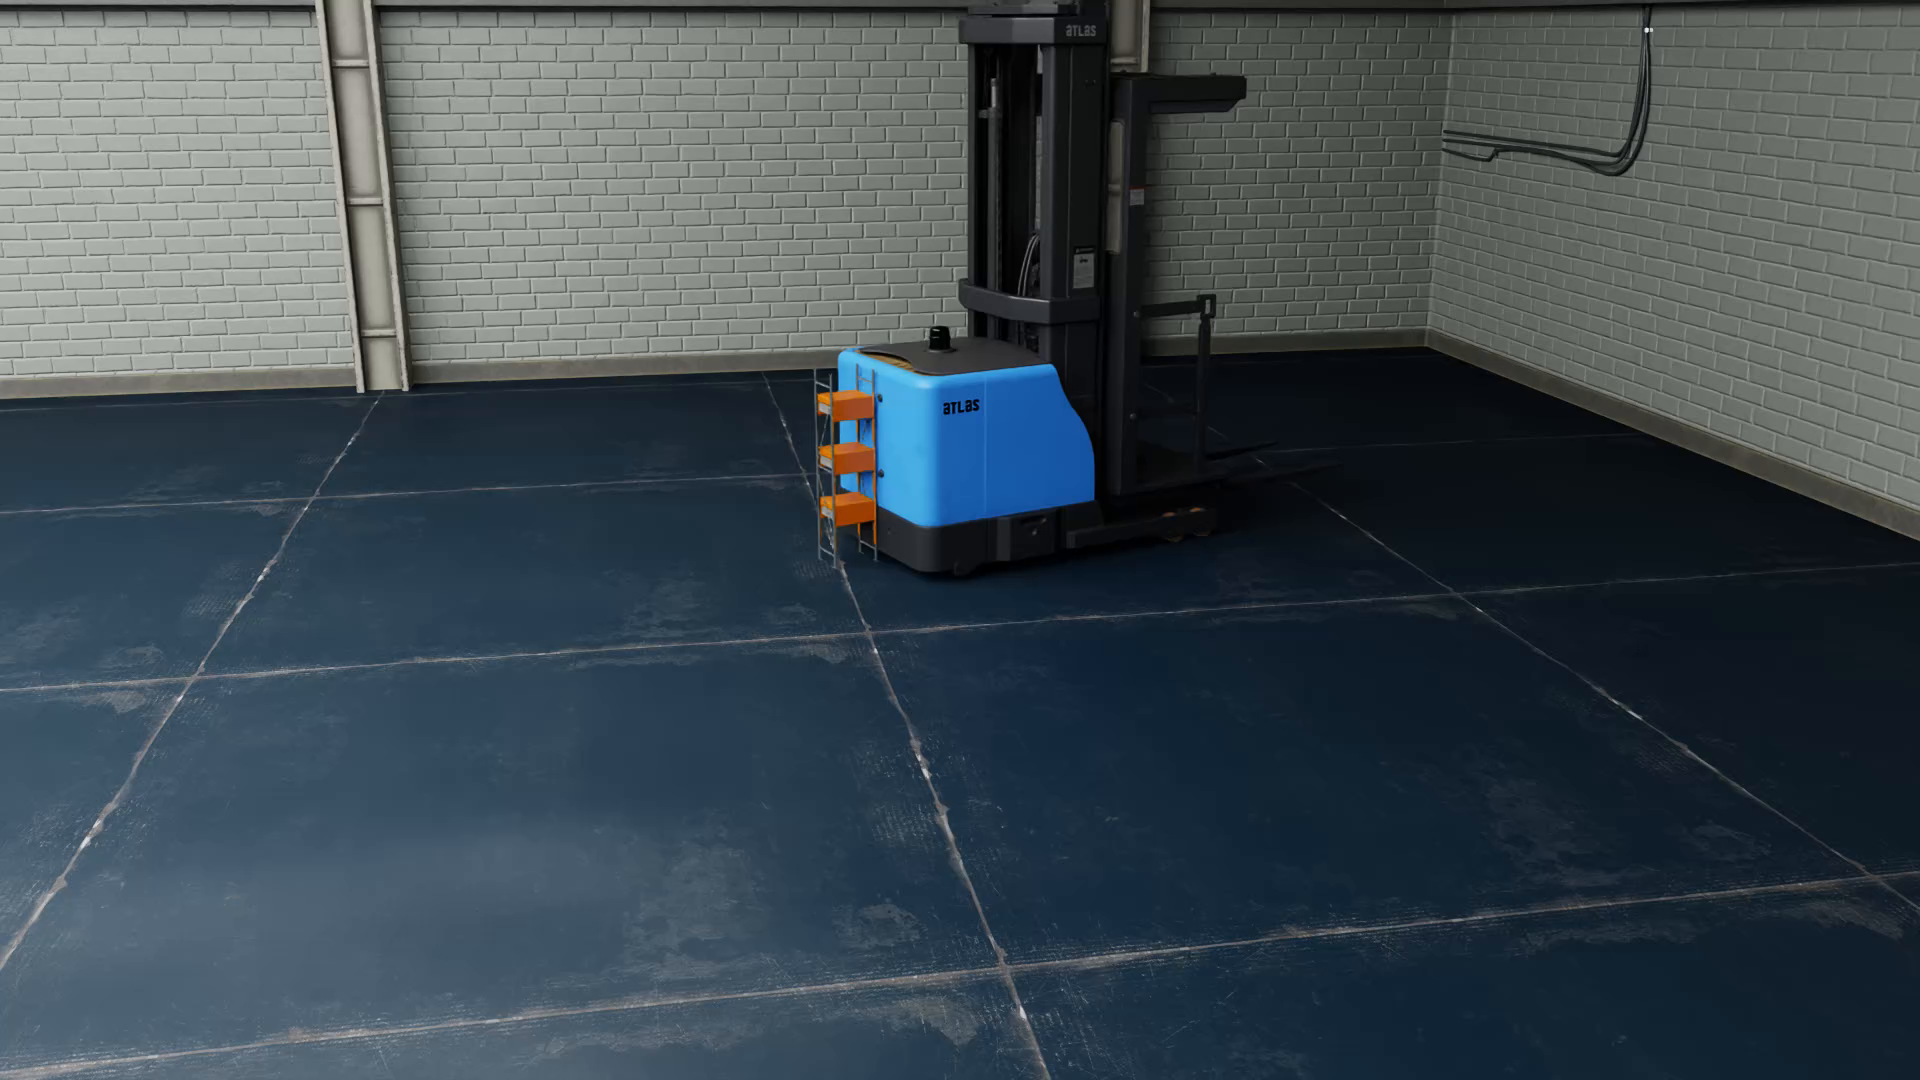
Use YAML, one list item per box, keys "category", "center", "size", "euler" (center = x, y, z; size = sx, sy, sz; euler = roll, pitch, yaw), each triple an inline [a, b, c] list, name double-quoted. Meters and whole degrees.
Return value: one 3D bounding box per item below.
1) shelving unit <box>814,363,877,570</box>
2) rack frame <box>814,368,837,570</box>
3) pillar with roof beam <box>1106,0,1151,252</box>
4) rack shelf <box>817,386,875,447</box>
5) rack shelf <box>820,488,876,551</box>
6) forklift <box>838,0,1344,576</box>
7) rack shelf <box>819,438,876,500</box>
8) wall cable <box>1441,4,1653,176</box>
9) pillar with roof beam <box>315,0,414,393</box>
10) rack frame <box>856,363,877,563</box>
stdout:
- category: "shelving unit"
  center: [-0.602, -0.388, 8.785]
  size: [0.252, 1.050, 0.215]
  euler: [-10, 20, -29]
- category: "rack frame"
  center: [-0.707, -0.369, 8.726]
  size: [0.008, 1.050, 0.200]
  euler: [-10, 20, -29]
- category: "pillar with roof beam"
  center: [2.128, -4.610, 8.994]
  size: [0.400, 9.000, 9.100]
  euler: [-3, 17, -10]
- category: "rack shelf"
  center: [-0.602, -0.649, 8.705]
  size: [0.240, 0.259, 0.215]
  euler: [-10, 20, -29]
- category: "rack shelf"
  center: [-0.602, -0.112, 8.870]
  size: [0.240, 0.259, 0.215]
  euler: [-10, 20, -29]
- category: "forklift"
  center: [0.854, -1.512, 9.244]
  size: [3.031, 2.935, 1.130]
  euler: [-10, 20, -29]
- category: "rack shelf"
  center: [-0.602, -0.377, 8.788]
  size: [0.240, 0.259, 0.215]
  euler: [-10, 20, -29]
- category: "wall cable"
  center: [4.455, -4.149, 12.783]
  size: [0.112, 2.526, 3.097]
  euler: [-3, 17, -10]
- category: "pillar with roof beam"
  center: [-3.763, -4.276, 7.906]
  size: [0.400, 9.000, 9.100]
  euler: [-3, 17, -10]
- category: "rack frame"
  center: [-0.497, -0.406, 8.845]
  size: [0.008, 1.050, 0.200]
  euler: [-10, 20, -29]
